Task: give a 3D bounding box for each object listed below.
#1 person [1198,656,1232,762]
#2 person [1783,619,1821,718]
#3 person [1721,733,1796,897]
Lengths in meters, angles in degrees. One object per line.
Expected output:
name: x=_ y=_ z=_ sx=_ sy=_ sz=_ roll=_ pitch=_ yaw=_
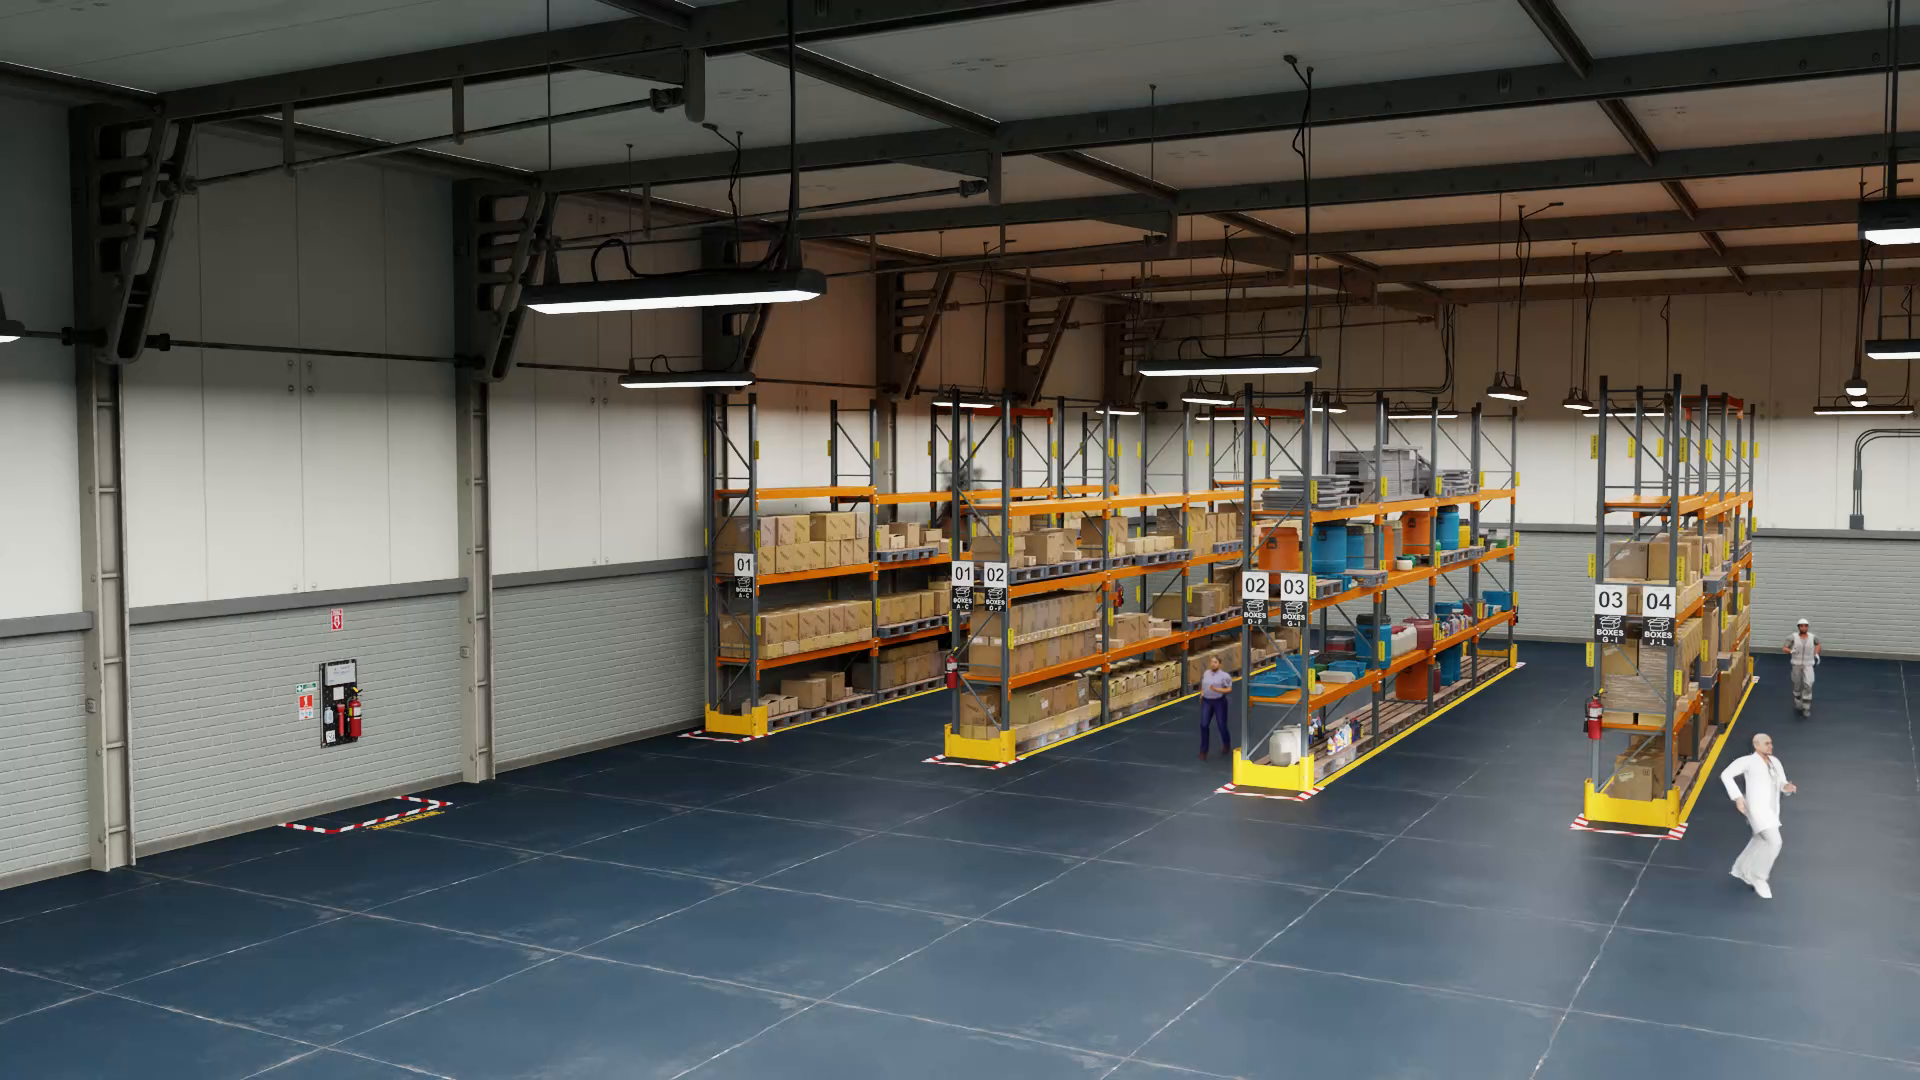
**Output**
person: x=4.138 y=2.721 z=26.975 sx=0.594 sy=1.656 sz=0.860 roll=2 pitch=3 yaw=27
person: x=15.897 y=2.393 z=31.424 sx=0.645 sy=1.825 sz=0.879 roll=1 pitch=3 yaw=26
person: x=9.072 y=3.208 z=18.822 sx=0.673 sy=1.621 sz=0.807 roll=-2 pitch=4 yaw=-30
